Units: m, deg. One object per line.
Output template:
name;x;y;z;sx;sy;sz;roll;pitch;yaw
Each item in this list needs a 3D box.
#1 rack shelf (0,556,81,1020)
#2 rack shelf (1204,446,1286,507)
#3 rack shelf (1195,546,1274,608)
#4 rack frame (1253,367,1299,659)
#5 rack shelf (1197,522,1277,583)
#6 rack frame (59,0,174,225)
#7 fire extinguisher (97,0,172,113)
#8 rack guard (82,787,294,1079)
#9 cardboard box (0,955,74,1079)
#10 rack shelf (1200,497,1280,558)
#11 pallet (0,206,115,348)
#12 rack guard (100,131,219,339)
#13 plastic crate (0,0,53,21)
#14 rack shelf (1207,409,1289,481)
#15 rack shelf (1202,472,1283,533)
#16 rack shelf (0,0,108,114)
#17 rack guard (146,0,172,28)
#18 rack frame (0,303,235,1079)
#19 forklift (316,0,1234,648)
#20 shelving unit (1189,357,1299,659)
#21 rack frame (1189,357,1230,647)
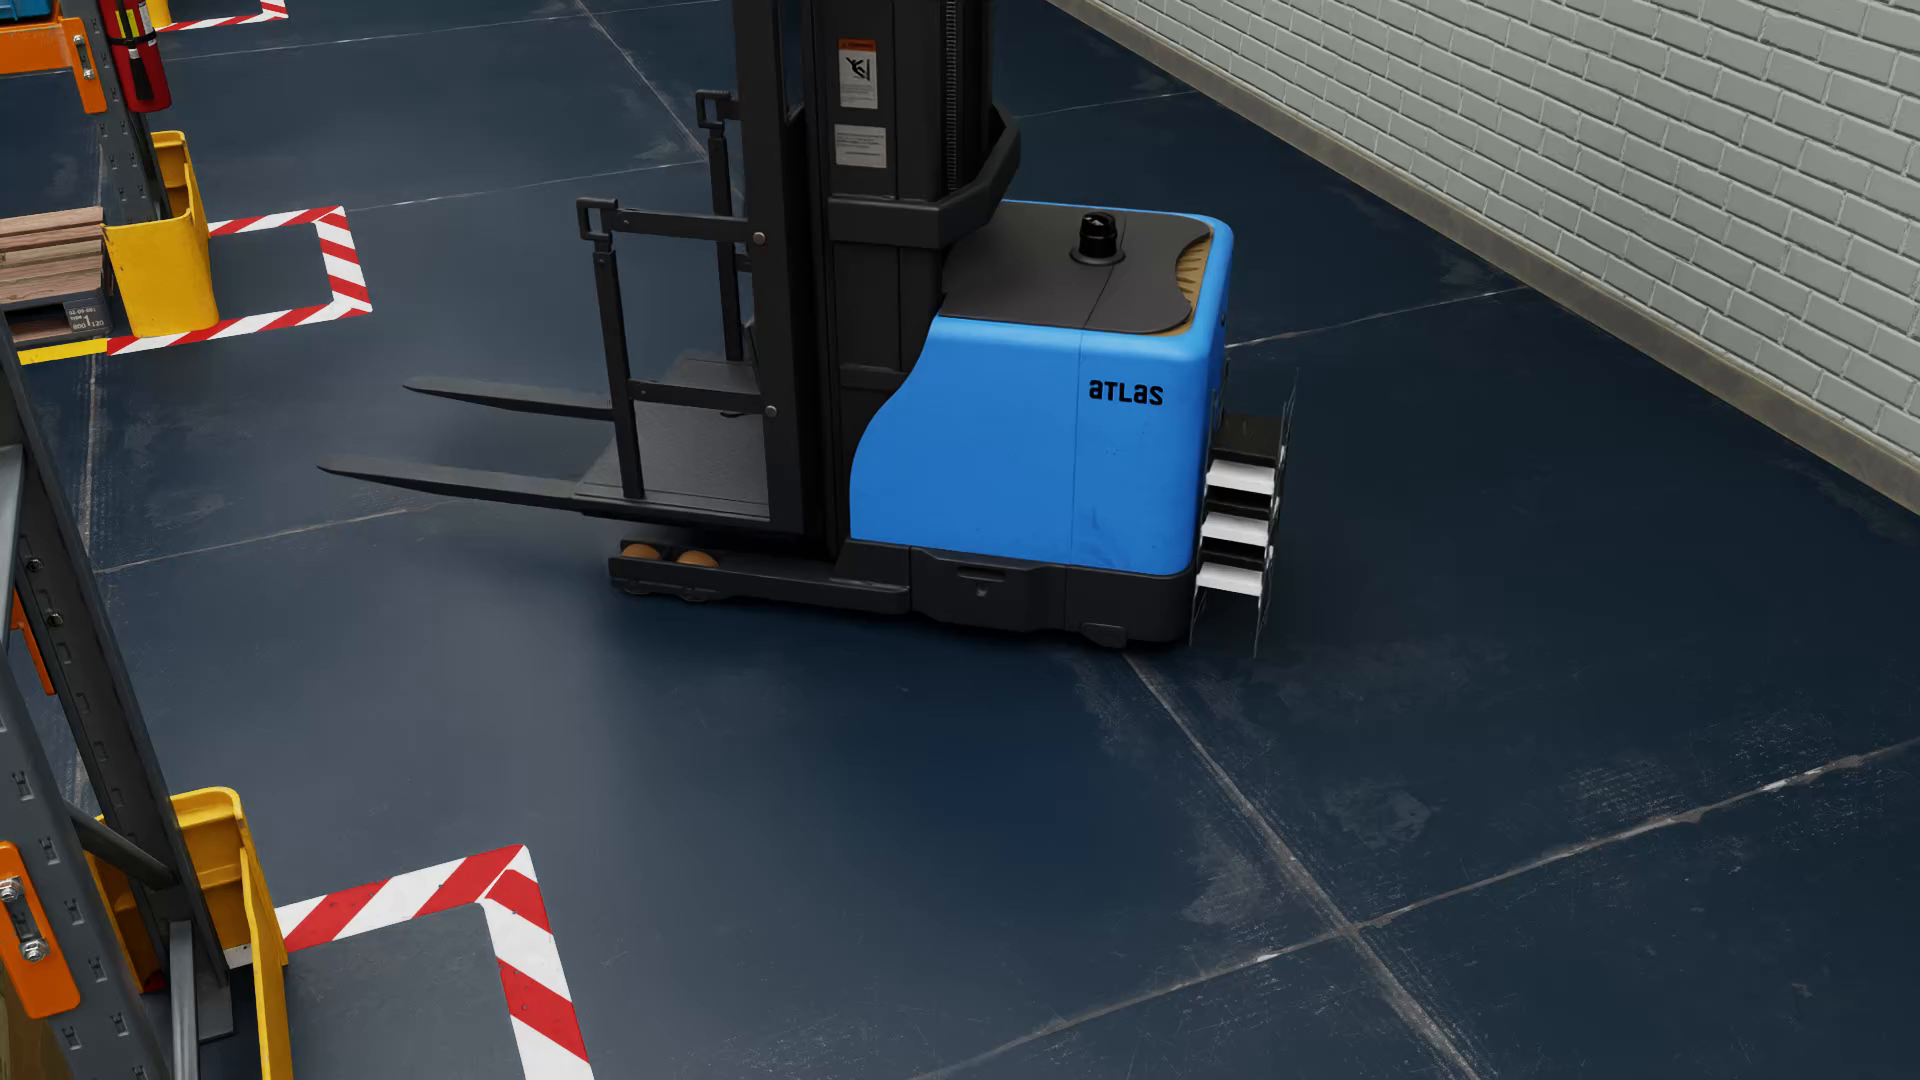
rack shelf;-3.516;0.794;2.440;4.000;0.370;1.077;-13;35;-19
rack shelf;0.857;-0.209;4.976;0.200;0.077;0.258;10;34;15
rack shelf;0.857;0.093;5.171;0.200;0.077;0.258;10;34;15
rack frame;0.953;-0.068;5.029;0.006;0.900;0.240;10;34;15
rack shelf;0.857;0.018;5.122;0.200;0.077;0.258;10;34;15
rack frame;-3.589;-2.421;6.720;0.127;3.000;1.000;-13;35;-19
fire extinguisher;-3.274;-2.035;6.541;0.183;0.674;0.296;-13;35;-19
rack guard;-1.650;1.112;3.582;0.348;0.500;1.175;-13;35;-19
cardboard box;-2.231;0.960;3.088;0.875;0.875;0.875;-13;35;-19
rack shelf;0.857;-0.058;5.074;0.200;0.077;0.258;10;34;15
pallet;-4.365;-1.097;7.243;1.213;0.211;1.003;-13;35;-19
rack guard;-3.572;-1.385;7.420;0.348;0.500;1.175;-13;35;-19
plastic crate;-3.826;-2.296;6.441;0.499;0.435;0.616;-13;35;-19
rack shelf;0.857;-0.285;4.927;0.200;0.077;0.258;10;34;15
rack shelf;0.857;-0.134;5.025;0.200;0.077;0.258;10;34;15
rack shelf;-5.434;-1.697;6.267;4.000;0.370;1.077;-13;35;-19
rack guard;-5.574;-3.849;11.207;0.348;0.500;1.175;-13;35;-19
rack frame;-1.672;0.070;2.892;0.127;3.000;1.000;-13;35;-19
forklift;-0.673;-1.298;5.057;3.031;2.935;1.130;7;34;10
shelving unit;0.857;-0.086;5.056;0.210;0.900;0.258;10;34;15
rack frame;0.760;-0.103;5.082;0.006;0.900;0.240;10;34;15
